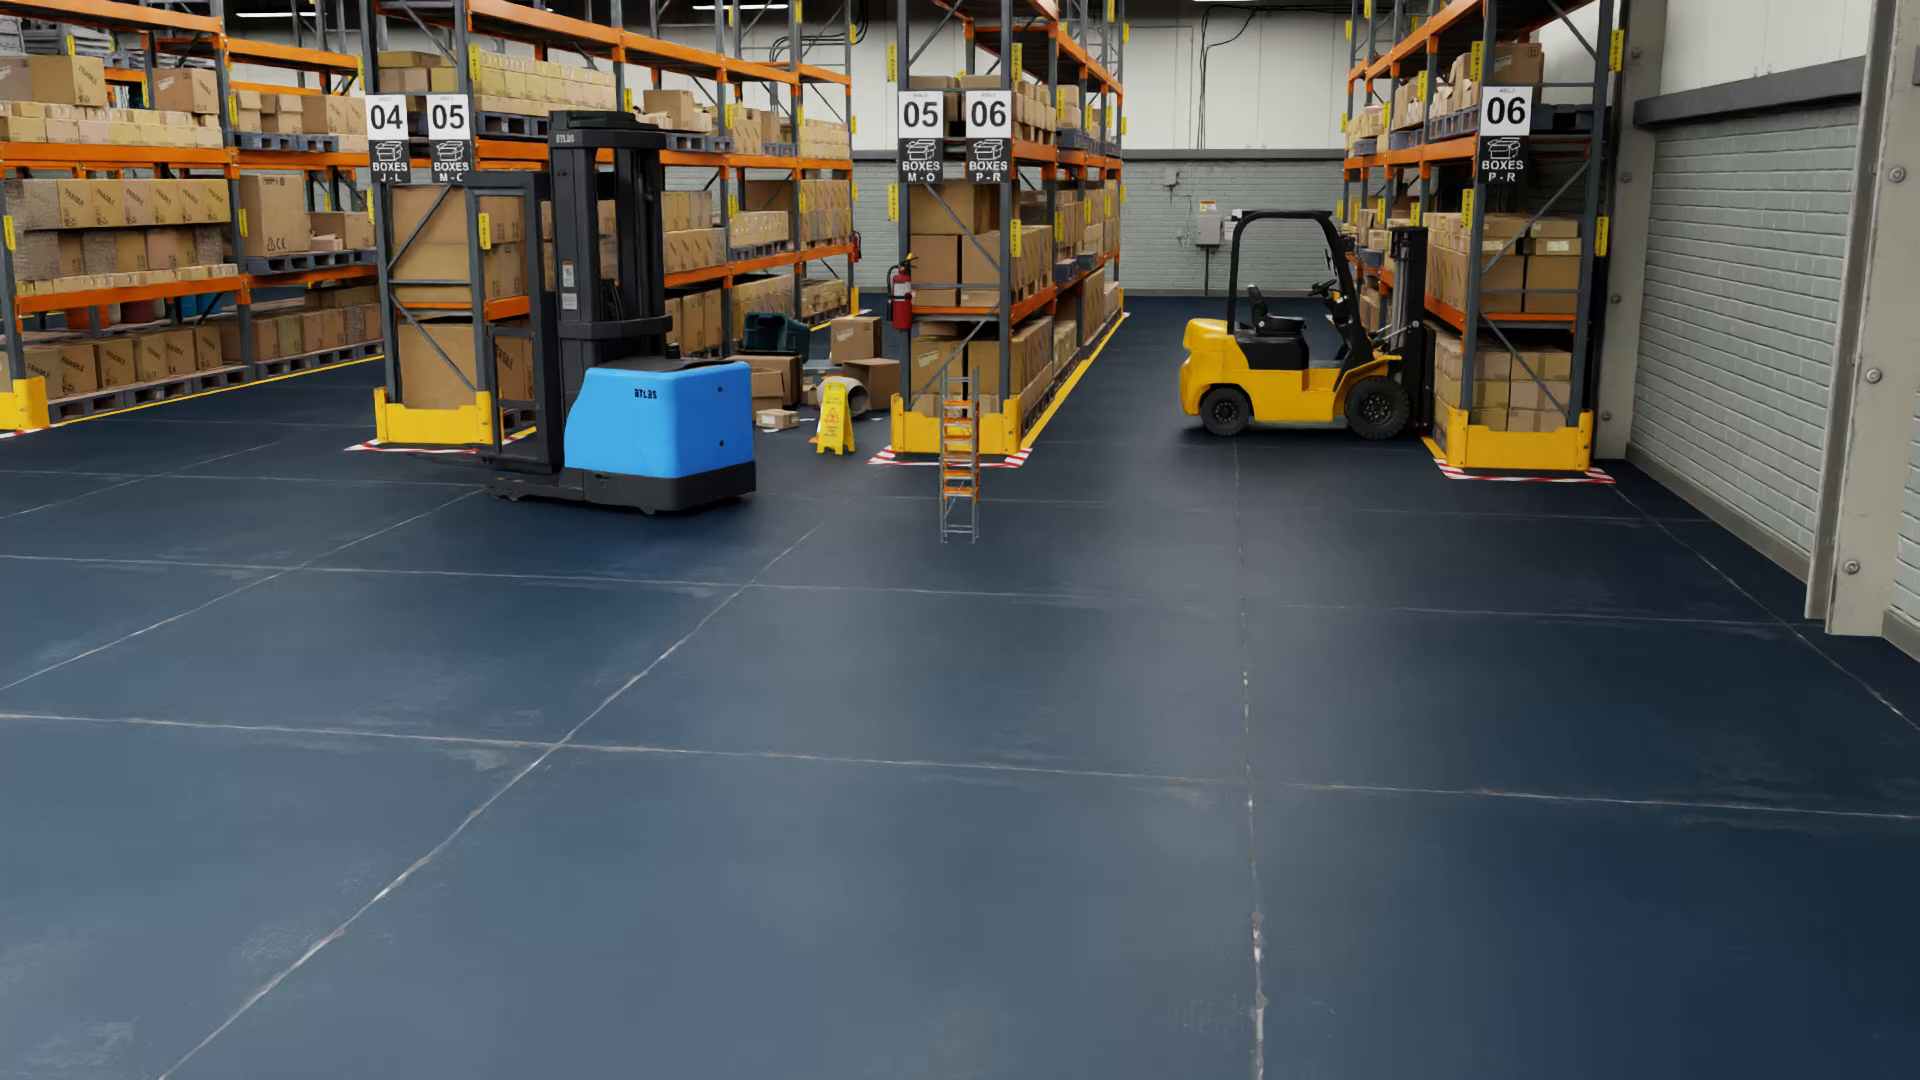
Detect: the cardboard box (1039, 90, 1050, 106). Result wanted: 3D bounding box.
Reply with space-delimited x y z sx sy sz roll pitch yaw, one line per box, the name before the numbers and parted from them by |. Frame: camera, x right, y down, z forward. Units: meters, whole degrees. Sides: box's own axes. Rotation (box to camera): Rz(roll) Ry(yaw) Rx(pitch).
cardboard box | 0.732 -4.607 17.333 0.380 0.149 0.250 2 12 10

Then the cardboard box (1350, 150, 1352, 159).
cardboard box | 6.796 -6.524 28.120 0.380 0.149 0.250 2 12 8

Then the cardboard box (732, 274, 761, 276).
cardboard box | -3.483 -4.122 26.656 0.500 0.250 0.500 1 12 6

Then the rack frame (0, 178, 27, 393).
rack frame | -9.840 -2.601 16.442 1.000 3.000 0.127 2 12 9

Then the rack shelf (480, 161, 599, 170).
rack shelf | -7.686 -6.630 29.725 1.077 0.370 4.000 2 12 9

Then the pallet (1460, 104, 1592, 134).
pallet | 4.992 -3.689 14.582 1.003 0.211 1.213 2 12 9

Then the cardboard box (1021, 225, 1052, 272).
cardboard box | 0.745 -3.206 18.308 0.500 0.500 0.500 2 12 7

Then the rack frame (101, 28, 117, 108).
rack frame | -17.167 -9.186 32.758 1.000 3.000 0.127 2 12 9

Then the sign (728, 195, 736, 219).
sign | -3.175 -4.633 23.124 0.100 0.325 0.005 2 12 9

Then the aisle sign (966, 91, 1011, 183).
aisle sign | 0.249 -3.528 14.572 0.394 0.787 0.004 2 12 9

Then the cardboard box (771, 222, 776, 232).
cardboard box | -3.093 -4.892 25.968 0.380 0.149 0.250 1 12 7

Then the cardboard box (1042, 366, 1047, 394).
cardboard box | 0.670 -1.731 17.934 0.500 0.250 0.500 2 12 7

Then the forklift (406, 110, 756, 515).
forklift | -3.117 -1.825 13.004 3.031 2.935 1.130 7 14 30

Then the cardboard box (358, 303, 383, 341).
cardboard box | -8.693 -3.119 23.737 0.700 0.500 0.500 1 12 6

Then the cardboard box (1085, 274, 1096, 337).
cardboard box | 1.512 -3.438 24.375 0.875 0.875 0.875 2 12 9

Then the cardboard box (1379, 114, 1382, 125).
cardboard box | 6.048 -5.870 23.194 0.380 0.149 0.250 2 12 9

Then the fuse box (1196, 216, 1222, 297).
fuse box | 5.311 -6.057 35.536 0.539 1.711 0.414 2 12 9

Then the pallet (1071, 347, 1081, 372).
pallet | 1.061 -2.419 22.219 1.003 0.211 1.213 2 12 9

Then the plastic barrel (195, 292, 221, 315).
plastic barrel | -12.989 -4.326 28.432 0.600 0.901 0.708 2 12 9

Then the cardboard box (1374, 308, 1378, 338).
cardboard box | 6.028 -2.967 23.079 0.500 0.500 0.500 2 12 8

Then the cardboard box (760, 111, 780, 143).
cardboard box | -3.276 -6.562 26.470 0.700 0.500 0.500 2 12 9

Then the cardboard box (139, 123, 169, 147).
cardboard box | -9.200 -4.509 18.530 0.500 0.250 0.500 2 12 8

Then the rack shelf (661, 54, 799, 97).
rack shelf | -3.416 -6.886 24.744 1.077 0.370 4.000 2 12 9

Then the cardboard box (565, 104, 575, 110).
cardboard box | -4.273 -4.498 17.488 0.380 0.149 0.250 2 12 8

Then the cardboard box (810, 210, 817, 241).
cardboard box | -2.714 -5.310 28.068 0.500 0.500 0.500 2 12 9

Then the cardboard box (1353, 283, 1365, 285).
cardboard box | 6.961 -4.133 28.487 0.700 0.500 0.500 2 12 11

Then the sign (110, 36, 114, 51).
sign | -16.622 -9.698 32.540 0.100 0.325 0.005 2 12 9

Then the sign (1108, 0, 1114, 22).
sign | 2.336 -8.191 25.735 0.100 0.325 0.005 2 12 9

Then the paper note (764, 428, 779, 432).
paper note | -1.869 -1.090 16.478 0.148 0.019 0.142 -2 12 -11

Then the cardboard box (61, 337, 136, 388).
cardboard box | -9.554 -1.969 18.447 0.500 0.500 0.500 3 13 14

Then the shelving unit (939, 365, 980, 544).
shelving unit | -0.002 -0.584 11.353 0.258 1.200 0.189 2 12 9

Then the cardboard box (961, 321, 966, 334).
cardboard box | -0.150 -2.131 16.471 0.380 0.149 0.250 2 12 10

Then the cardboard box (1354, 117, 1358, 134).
cardboard box | 6.773 -6.832 27.420 0.500 0.250 0.500 2 12 10

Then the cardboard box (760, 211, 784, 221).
cardboard box | -3.018 -5.145 26.433 0.380 0.149 0.250 2 12 7

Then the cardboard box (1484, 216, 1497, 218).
cardboard box | 4.935 -3.032 15.960 0.380 0.149 0.250 2 12 9

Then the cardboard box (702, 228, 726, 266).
cardboard box | -3.528 -4.031 22.840 0.500 0.500 0.500 2 12 9

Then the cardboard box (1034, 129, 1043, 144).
cardboard box | 0.648 -4.167 17.184 0.380 0.149 0.250 2 12 10

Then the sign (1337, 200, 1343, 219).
sign | 6.782 -5.891 29.655 0.100 0.325 0.005 2 12 9

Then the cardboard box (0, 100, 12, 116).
cardboard box | -9.569 -4.239 16.331 0.380 0.149 0.250 2 12 8

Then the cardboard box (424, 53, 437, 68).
cardboard box | -5.198 -4.540 15.788 0.380 0.149 0.250 2 12 9

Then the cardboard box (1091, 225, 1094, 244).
cardboard box | 1.674 -4.425 24.074 0.500 0.250 0.500 2 12 8

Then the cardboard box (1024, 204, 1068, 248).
cardboard box | 1.000 -3.705 19.624 0.500 0.500 0.500 2 12 9

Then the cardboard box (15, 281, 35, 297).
cardboard box | -9.560 -2.530 16.708 0.380 0.149 0.250 2 12 9

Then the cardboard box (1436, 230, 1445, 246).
cardboard box | 4.939 -2.995 16.494 0.380 0.149 0.250 1 12 7

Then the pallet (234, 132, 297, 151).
pallet | -9.024 -4.933 20.590 1.213 0.211 1.003 2 12 9

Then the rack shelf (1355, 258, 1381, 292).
rack shelf | 6.396 -3.850 23.945 1.077 0.370 4.000 2 12 9

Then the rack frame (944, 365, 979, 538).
rack frame | 0.012 -0.603 11.441 0.240 1.200 0.006 2 12 9

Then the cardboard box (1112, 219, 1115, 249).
cardboard box | 2.373 -5.231 28.409 0.500 0.500 0.500 2 12 10

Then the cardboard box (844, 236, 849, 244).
cardboard box | -2.264 -5.550 30.723 0.380 0.149 0.250 2 12 9

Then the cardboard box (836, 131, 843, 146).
cardboard box | -2.390 -7.177 29.724 0.500 0.250 0.500 2 12 7

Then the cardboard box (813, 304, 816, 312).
cardboard box | -2.711 -4.015 28.772 0.380 0.149 0.250 1 12 6

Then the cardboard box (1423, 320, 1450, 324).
cardboard box | 5.088 -2.212 17.794 0.500 0.250 0.500 2 12 8

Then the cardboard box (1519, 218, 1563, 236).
cardboard box | 5.221 -2.803 14.897 0.380 0.149 0.250 2 12 10

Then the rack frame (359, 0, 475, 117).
rack frame | -4.954 -5.352 14.967 1.000 3.000 0.127 2 12 9

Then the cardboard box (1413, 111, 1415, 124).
cardboard box | 5.342 -4.789 18.837 0.380 0.149 0.250 2 12 9

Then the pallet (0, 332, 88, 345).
pallet | -13.661 -2.904 24.466 1.003 0.211 1.213 2 12 9
